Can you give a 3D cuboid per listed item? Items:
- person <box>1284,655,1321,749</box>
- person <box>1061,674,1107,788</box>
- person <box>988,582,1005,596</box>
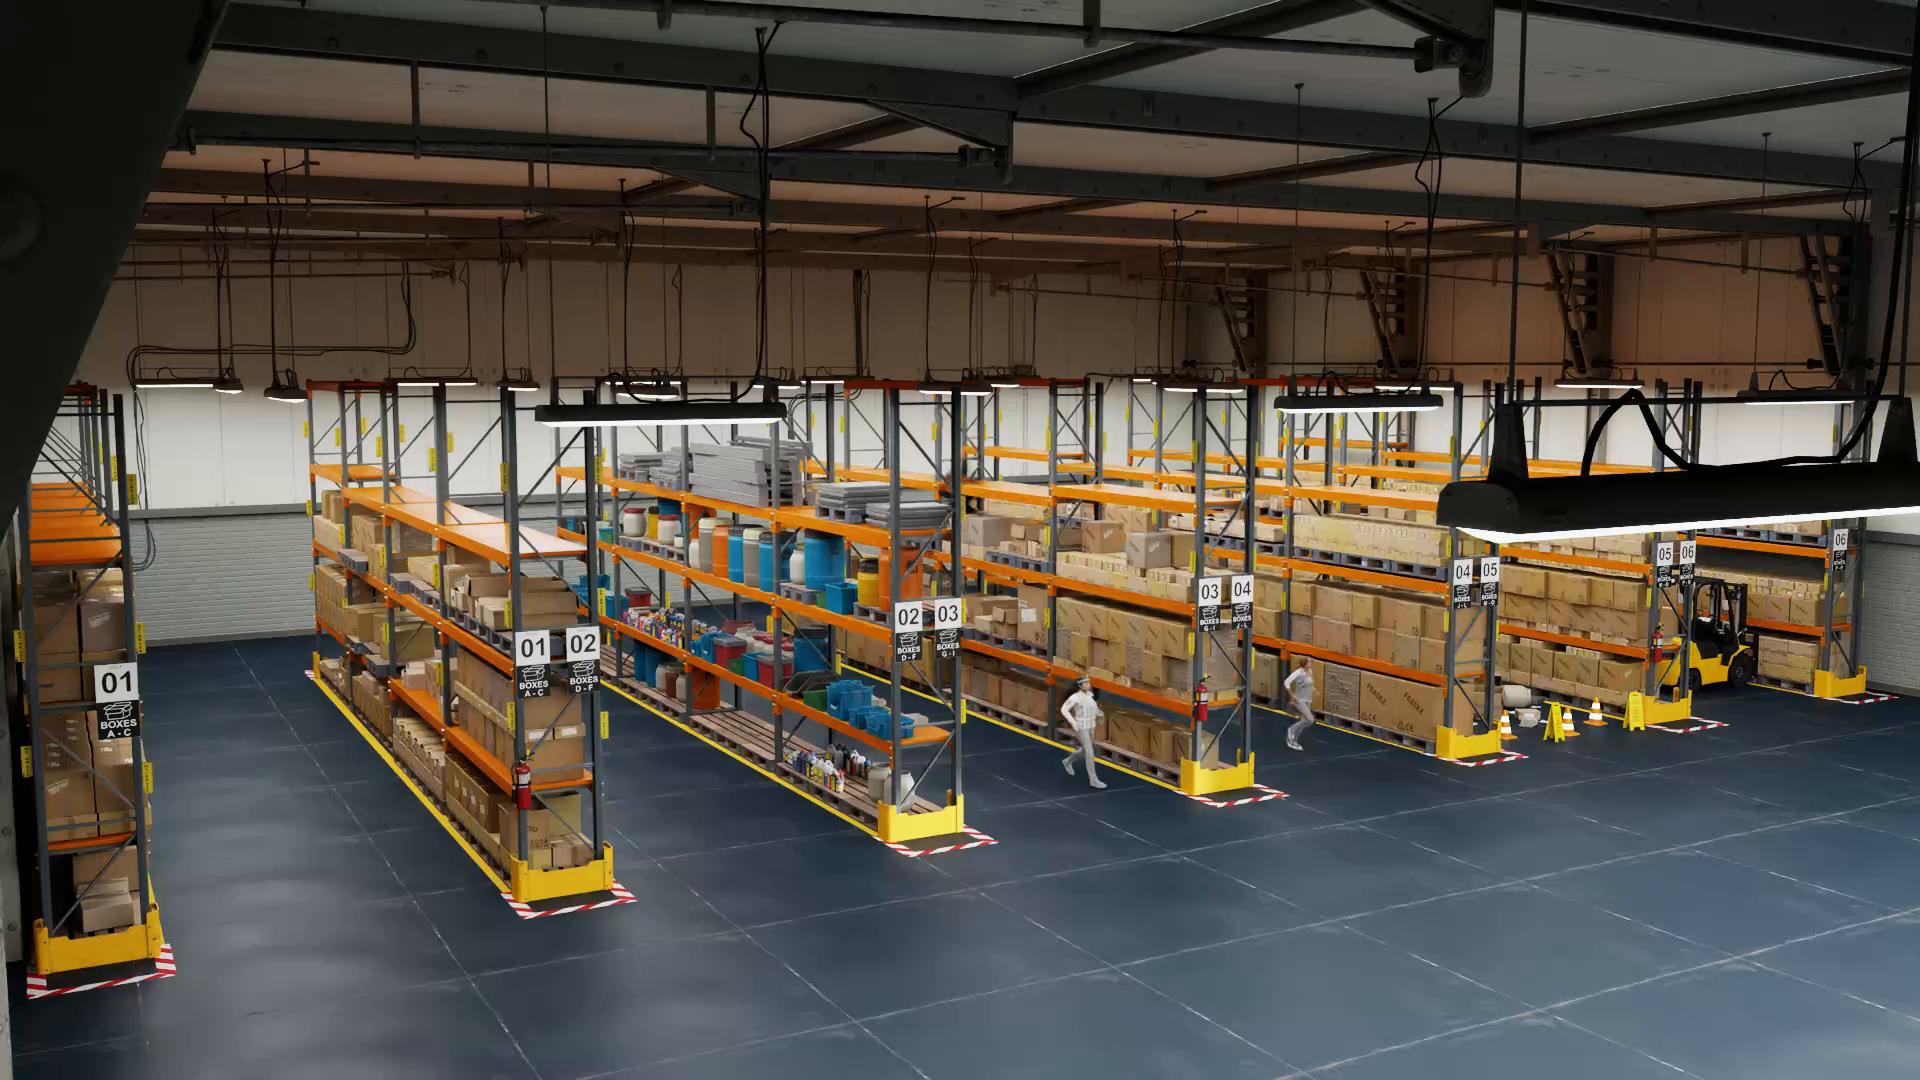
[{"bbox_3d":[5.633,2.662,27.262,0.552,1.556,0.540,6,8,43],"label":"person"},{"bbox_3d":[1.853,2.826,24.955,0.927,1.673,0.618,6,8,43],"label":"person"},{"bbox_3d":[0.911,0.858,43.143,0.709,1.767,1.007,4,7,36],"label":"person"}]
